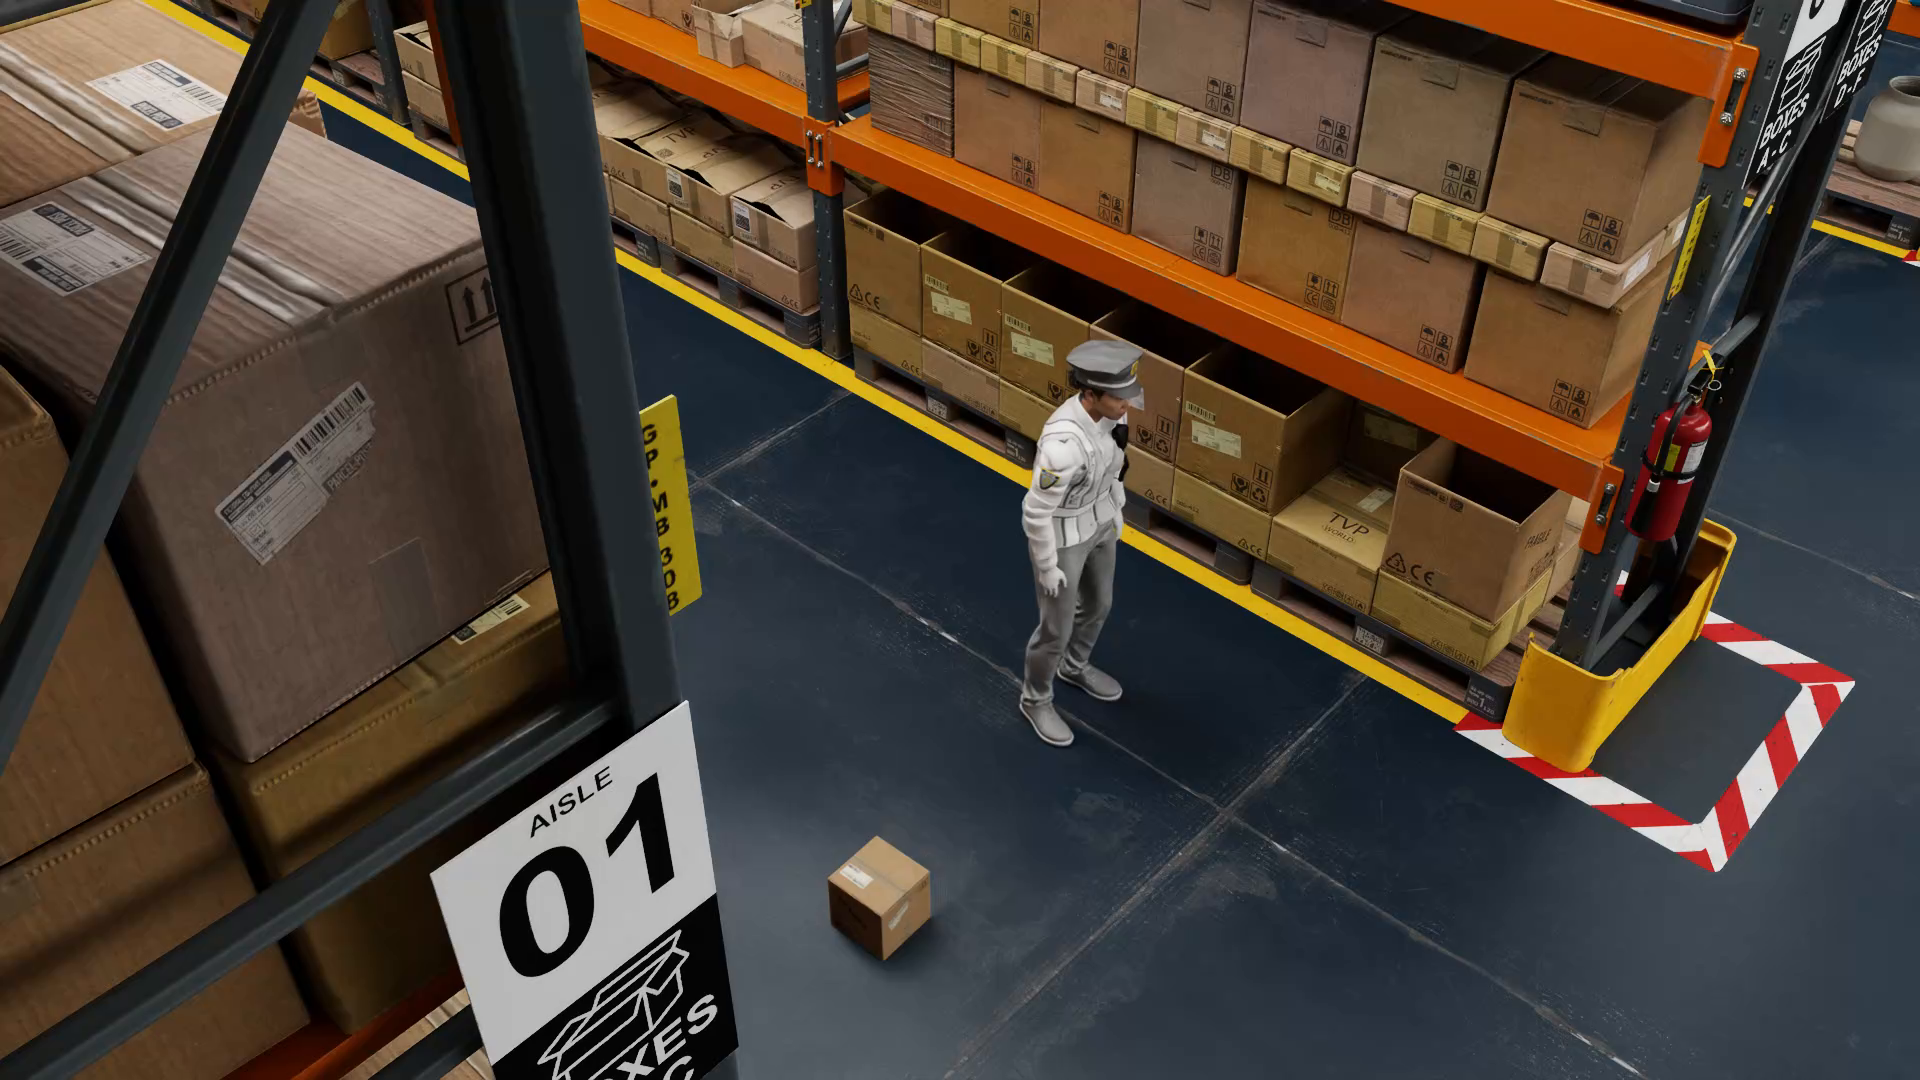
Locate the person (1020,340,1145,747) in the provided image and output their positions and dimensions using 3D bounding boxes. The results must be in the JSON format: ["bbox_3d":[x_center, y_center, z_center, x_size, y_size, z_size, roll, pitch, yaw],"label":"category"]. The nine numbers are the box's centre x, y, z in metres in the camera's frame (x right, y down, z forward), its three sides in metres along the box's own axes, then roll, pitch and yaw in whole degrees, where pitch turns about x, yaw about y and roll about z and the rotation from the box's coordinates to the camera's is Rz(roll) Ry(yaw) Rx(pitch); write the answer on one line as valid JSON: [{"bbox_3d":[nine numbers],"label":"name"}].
[{"bbox_3d":[0.438,-0.013,6.168,0.376,1.662,0.545,27,47,29],"label":"person"}]
